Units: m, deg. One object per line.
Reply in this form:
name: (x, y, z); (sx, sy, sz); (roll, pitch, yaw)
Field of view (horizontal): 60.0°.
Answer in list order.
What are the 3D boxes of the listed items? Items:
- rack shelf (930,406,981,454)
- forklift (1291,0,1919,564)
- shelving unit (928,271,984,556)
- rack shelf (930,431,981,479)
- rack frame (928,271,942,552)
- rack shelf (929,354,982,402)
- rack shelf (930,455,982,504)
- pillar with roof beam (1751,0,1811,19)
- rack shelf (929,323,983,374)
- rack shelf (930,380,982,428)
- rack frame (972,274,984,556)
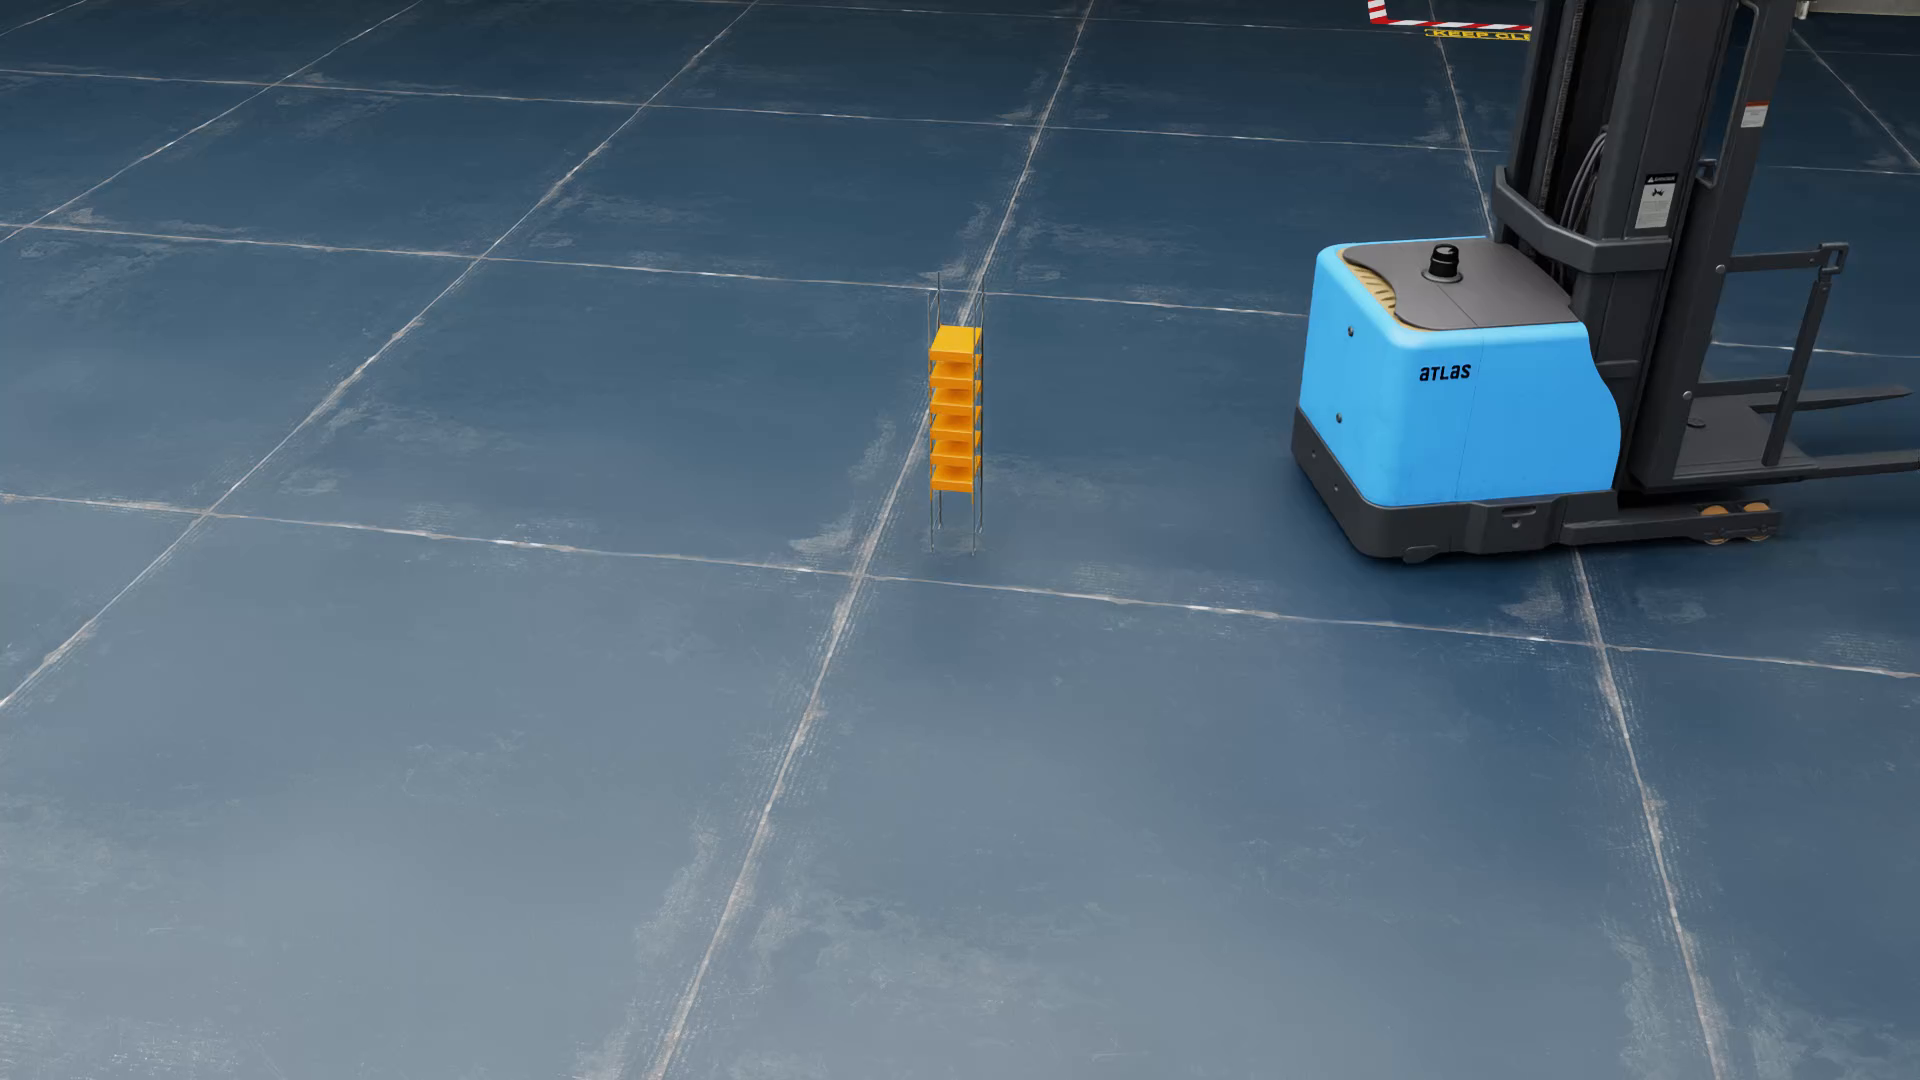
rack shelf: (-0.014, -0.472, 6.957); (0.180, 0.103, 0.258); (5, 32, 8)
forklift: (3.111, -1.495, 6.876); (3.031, 2.935, 1.130); (-5, 32, -7)
shelving unit: (-0.014, -0.510, 6.934); (0.189, 1.200, 0.258); (5, 32, 8)
rack shelf: (-0.014, -0.370, 7.021); (0.180, 0.103, 0.258); (5, 32, 8)
rack frame: (-0.104, -0.518, 6.947); (0.006, 1.200, 0.240); (5, 32, 8)
rack shelf: (-0.014, -0.676, 6.830); (0.180, 0.103, 0.258); (5, 32, 8)
rack shelf: (-0.014, -0.269, 7.085); (0.180, 0.103, 0.258); (5, 32, 8)
pillar with roof beam: (6.490, -6.204, 8.681); (0.400, 9.000, 9.100); (5, 32, 8)
rack shelf: (-0.014, -0.777, 6.766); (0.180, 0.103, 0.258); (5, 32, 8)
rack shelf: (-0.014, -0.574, 6.894); (0.180, 0.103, 0.258); (5, 32, 8)
rack frame: (0.076, -0.502, 6.921); (0.006, 1.200, 0.240); (5, 32, 8)
